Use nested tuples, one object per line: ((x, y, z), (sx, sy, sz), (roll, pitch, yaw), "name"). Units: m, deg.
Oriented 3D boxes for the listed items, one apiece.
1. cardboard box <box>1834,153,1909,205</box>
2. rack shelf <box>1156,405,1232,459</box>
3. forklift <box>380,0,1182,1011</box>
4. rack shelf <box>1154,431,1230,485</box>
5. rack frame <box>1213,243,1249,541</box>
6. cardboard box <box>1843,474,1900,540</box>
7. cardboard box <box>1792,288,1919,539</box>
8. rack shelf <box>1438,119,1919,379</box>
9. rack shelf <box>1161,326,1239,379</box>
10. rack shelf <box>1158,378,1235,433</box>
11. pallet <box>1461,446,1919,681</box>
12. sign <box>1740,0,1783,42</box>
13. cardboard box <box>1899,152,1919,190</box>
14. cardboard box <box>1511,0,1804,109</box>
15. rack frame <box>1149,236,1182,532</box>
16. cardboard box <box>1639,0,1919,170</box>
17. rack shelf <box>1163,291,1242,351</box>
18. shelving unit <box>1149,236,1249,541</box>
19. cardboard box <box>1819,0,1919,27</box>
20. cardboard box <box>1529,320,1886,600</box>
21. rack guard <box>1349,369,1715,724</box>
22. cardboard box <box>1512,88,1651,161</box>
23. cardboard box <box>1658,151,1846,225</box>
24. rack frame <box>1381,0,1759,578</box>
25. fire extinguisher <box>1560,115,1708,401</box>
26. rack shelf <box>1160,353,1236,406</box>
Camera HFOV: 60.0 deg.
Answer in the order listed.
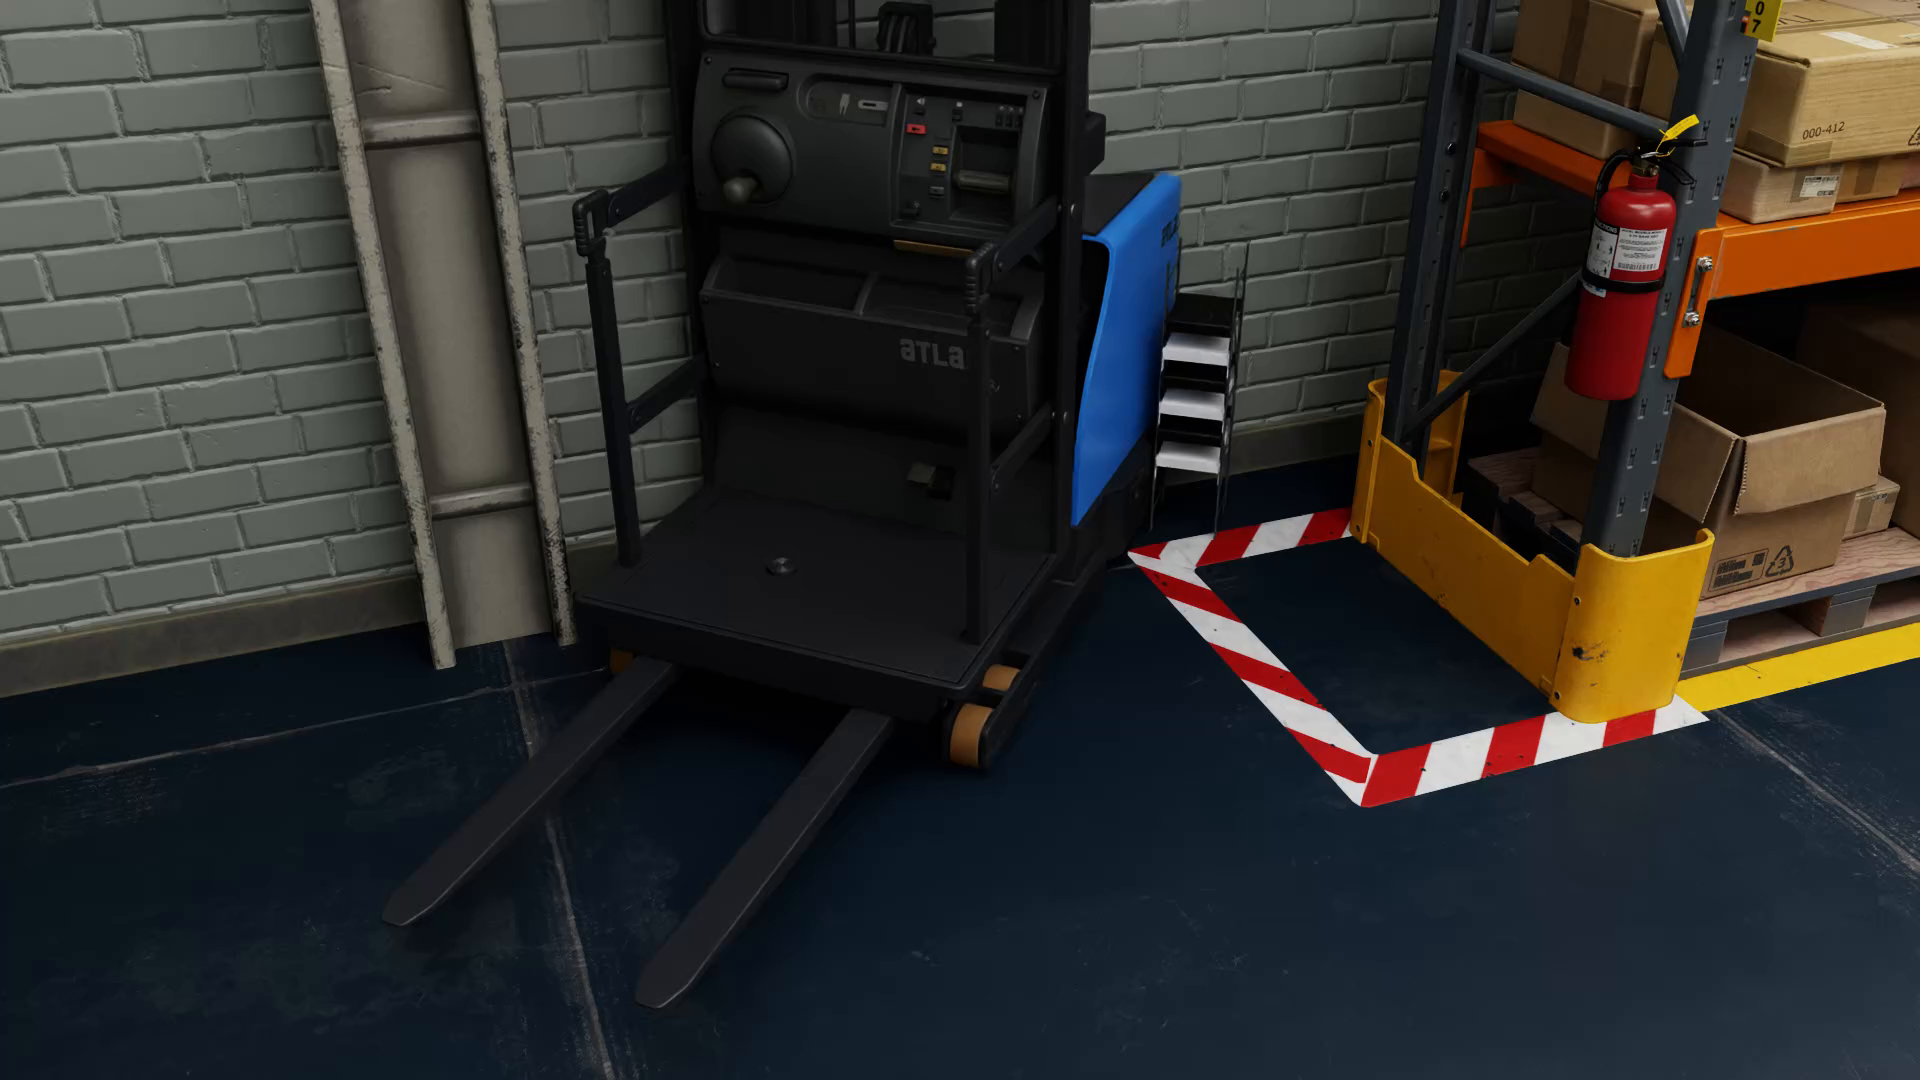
((2.141, -0.981, 4.195), (0.250, 0.149, 0.380), (-10, 31, -16), "cardboard box")
((0.737, -0.353, 5.209), (0.200, 0.077, 0.258), (8, 31, 14), "rack shelf")
((-0.316, -0.929, 3.920), (1.130, 2.935, 3.031), (11, 32, 19), "forklift")
((0.737, -0.275, 5.254), (0.200, 0.077, 0.258), (8, 31, 14), "rack shelf")
((0.835, -0.446, 5.124), (0.006, 0.900, 0.240), (8, 31, 14), "rack frame")
((2.534, -0.156, 4.949), (0.250, 0.149, 0.380), (-12, 32, -20), "cardboard box")
((2.937, -0.383, 4.993), (0.500, 0.500, 0.700), (-9, 31, -16), "cardboard box")
((3.390, -1.128, 4.926), (4.000, 0.370, 1.077), (-10, 31, -18), "rack shelf")
((0.737, -0.587, 5.076), (0.200, 0.077, 0.258), (8, 31, 14), "rack shelf")
((0.737, -0.431, 5.165), (0.200, 0.077, 0.258), (8, 31, 14), "rack shelf")
((2.334, -0.035, 5.098), (1.213, 0.211, 1.003), (-10, 31, -18), "pallet")
((1.705, -1.220, 3.486), (0.005, 0.325, 0.100), (-10, 31, -18), "sign")
((2.376, -1.042, 4.303), (0.250, 0.149, 0.380), (-11, 31, -18), "cardboard box")
((1.854, -1.362, 4.461), (0.500, 0.250, 0.500), (-10, 31, -16), "cardboard box")
((0.639, -0.474, 5.172), (0.006, 0.900, 0.240), (8, 31, 14), "rack frame")
((2.035, -1.113, 4.024), (0.500, 0.250, 0.500), (-10, 31, -17), "cardboard box")
((0.737, -0.666, 5.031), (0.200, 0.077, 0.258), (8, 31, 14), "rack shelf")
((0.737, -0.460, 5.148), (0.210, 0.900, 0.258), (8, 31, 14), "shelving unit")
((2.507, -1.200, 4.177), (0.500, 0.250, 0.500), (-10, 31, -17), "cardboard box")
((2.122, -0.255, 4.764), (0.637, 0.503, 0.797), (-12, 32, -20), "cardboard box")
((1.587, -0.022, 4.784), (0.348, 0.500, 1.175), (-10, 31, -18), "rack guard")
((1.733, -1.168, 4.523), (0.250, 0.149, 0.380), (-11, 31, -18), "cardboard box")
((1.919, -0.916, 4.081), (0.250, 0.149, 0.380), (-11, 31, -18), "cardboard box")
((1.516, -1.095, 4.142), (0.127, 3.000, 1.000), (-10, 31, -18), "rack frame")
((1.539, -0.660, 3.833), (0.183, 0.674, 0.296), (-10, 31, -18), "fire extinguisher")
((0.737, -0.509, 5.120), (0.200, 0.077, 0.258), (8, 31, 14), "rack shelf")
